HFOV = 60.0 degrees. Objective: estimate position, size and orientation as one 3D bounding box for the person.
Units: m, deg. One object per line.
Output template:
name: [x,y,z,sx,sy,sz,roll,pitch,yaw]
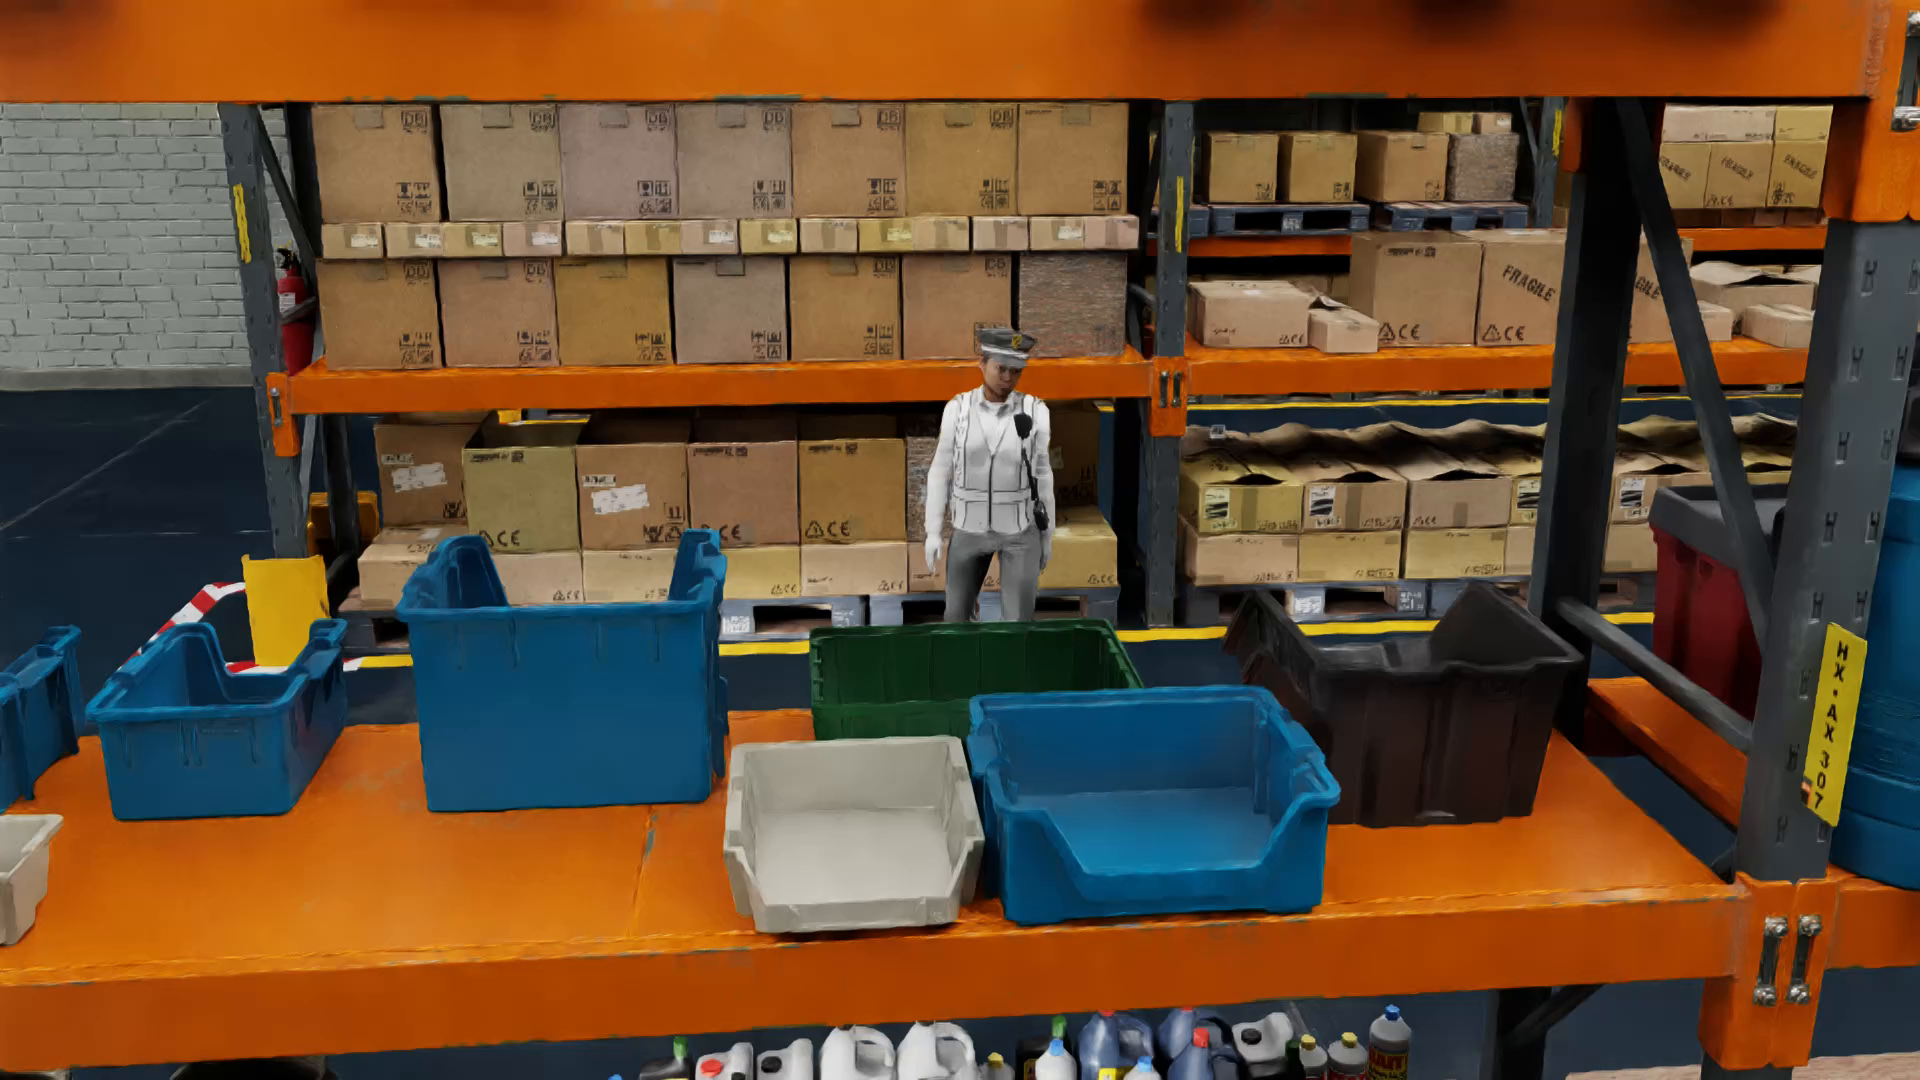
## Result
person: [0.060,-0.040,6.661,0.643,1.669,0.473,4,17,11]
